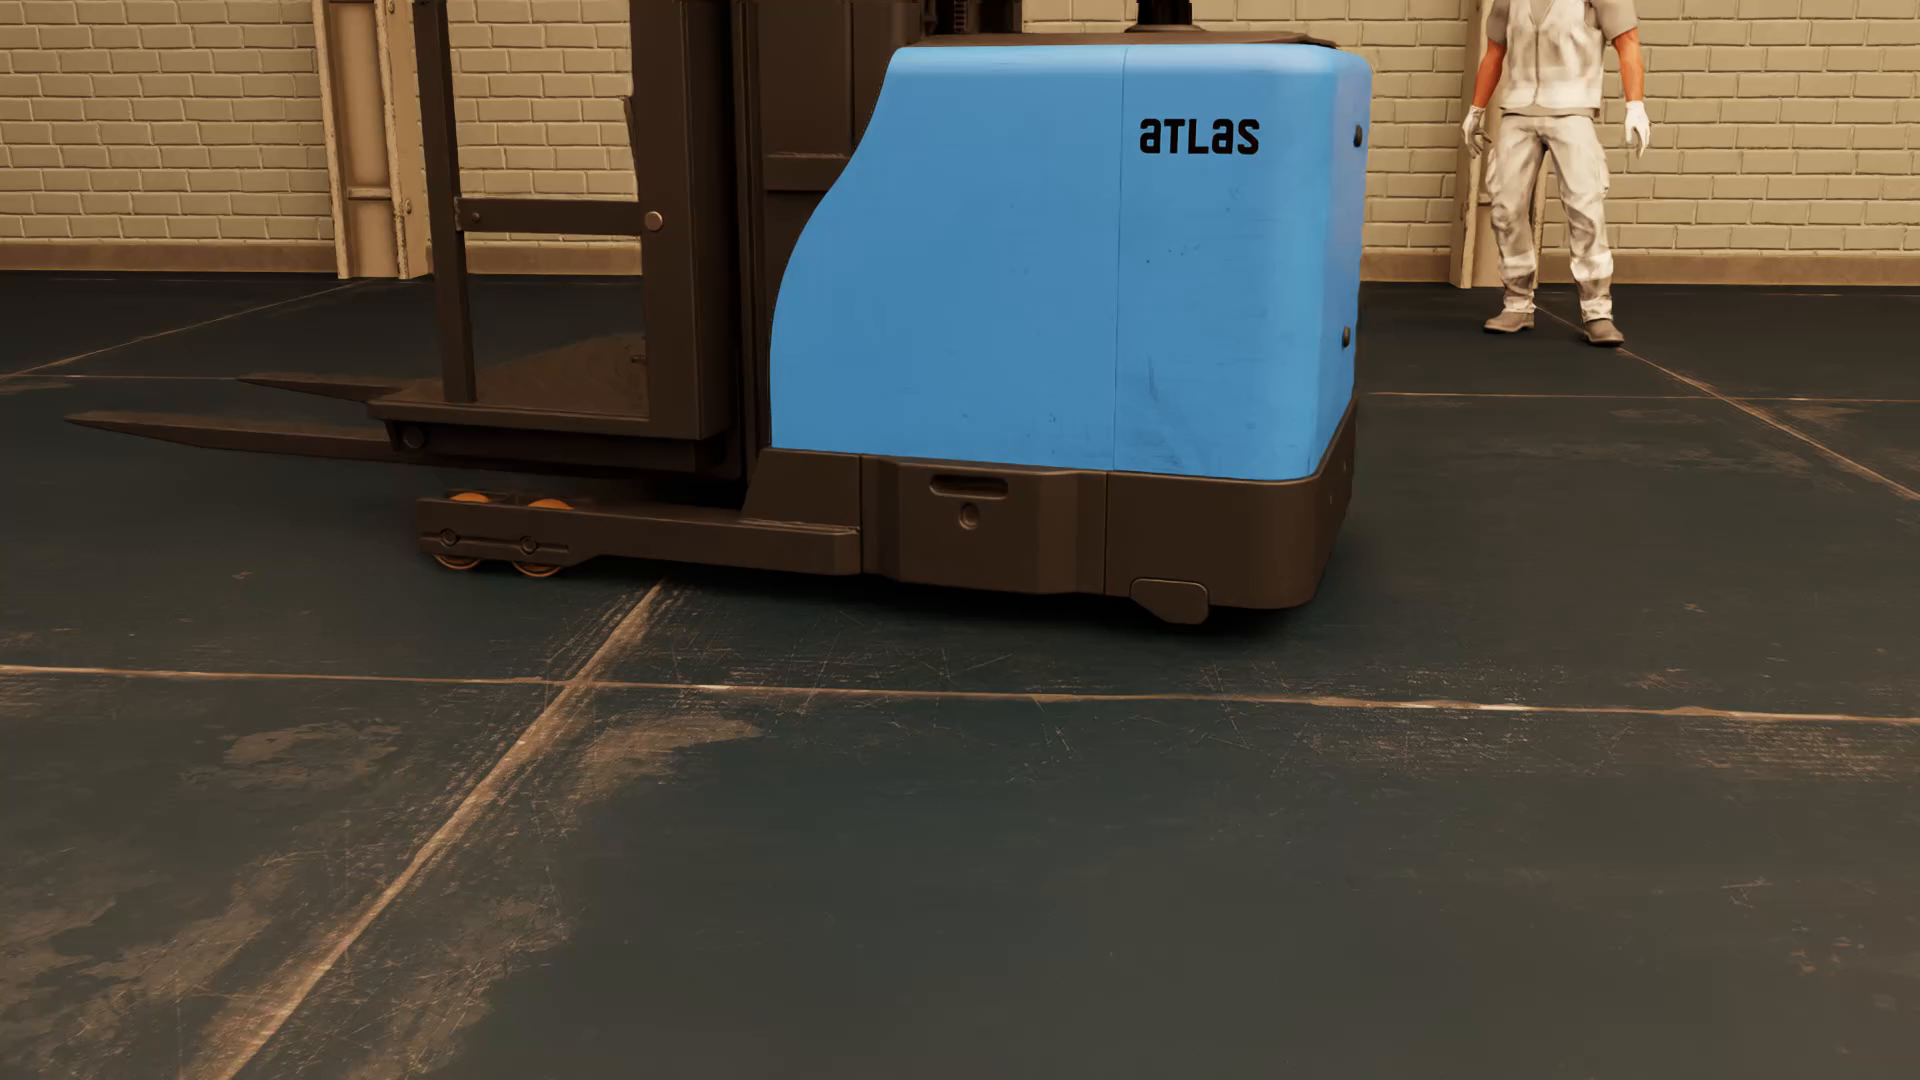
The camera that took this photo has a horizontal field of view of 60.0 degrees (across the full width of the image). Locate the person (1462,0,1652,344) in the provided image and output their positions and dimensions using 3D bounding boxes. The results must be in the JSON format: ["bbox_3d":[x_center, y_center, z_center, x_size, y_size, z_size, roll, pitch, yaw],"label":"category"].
[{"bbox_3d":[2.401,-1.709,6.767,0.848,1.750,0.431,13,20,40],"label":"person"}]

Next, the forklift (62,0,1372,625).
[{"bbox_3d":[-0.652,-1.460,3.598,3.031,2.935,1.130,5,16,17],"label":"forklift"}]
